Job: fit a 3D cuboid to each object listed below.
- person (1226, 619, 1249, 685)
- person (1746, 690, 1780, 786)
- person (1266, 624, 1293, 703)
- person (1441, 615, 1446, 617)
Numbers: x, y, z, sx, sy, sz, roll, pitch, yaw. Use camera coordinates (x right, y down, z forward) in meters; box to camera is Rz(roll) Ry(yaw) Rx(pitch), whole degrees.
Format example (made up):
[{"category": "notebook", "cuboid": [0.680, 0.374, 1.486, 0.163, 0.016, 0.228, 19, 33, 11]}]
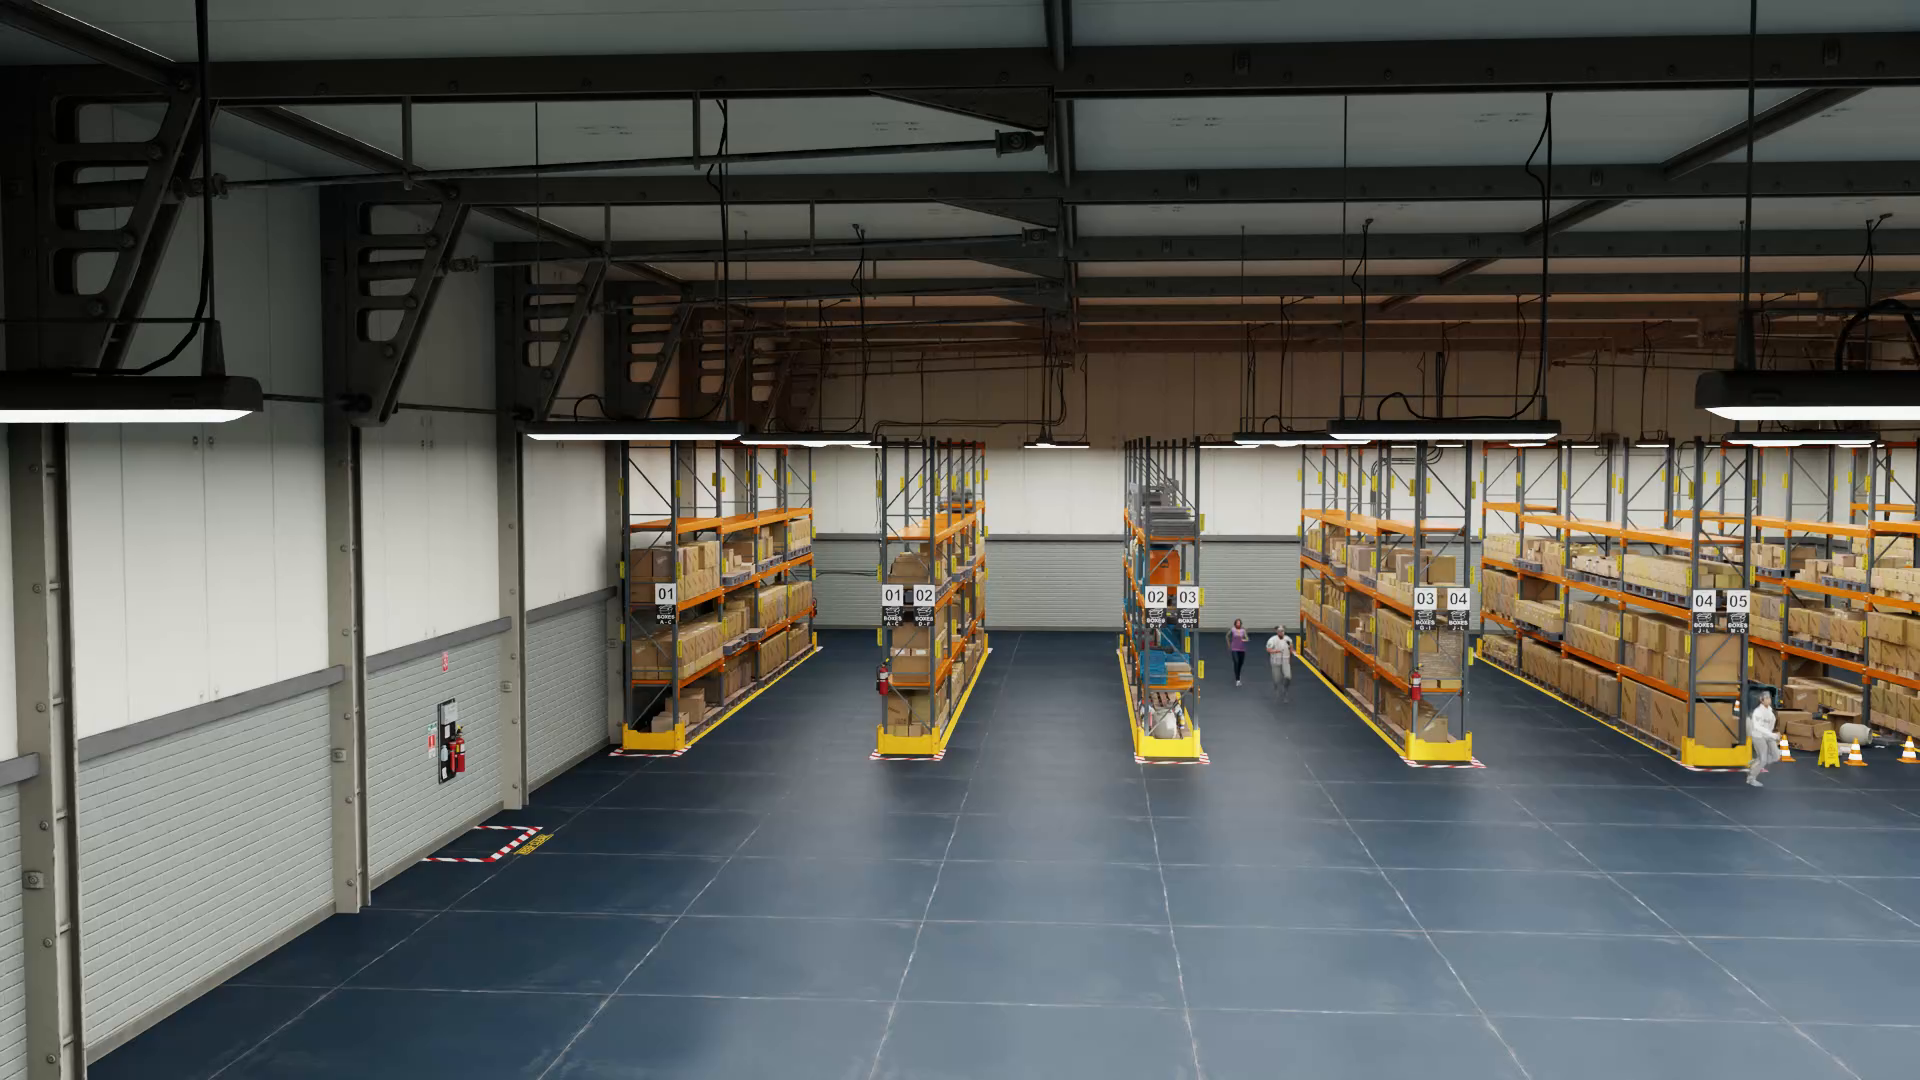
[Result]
[{"category": "person", "cuboid": [6.812, 2.720, 40.781, 0.531, 1.594, 0.883, 0, 3, -4]}, {"category": "person", "cuboid": [13.756, 3.381, 28.402, 0.641, 1.658, 0.604, -2, 4, -36]}, {"category": "person", "cuboid": [7.314, 2.824, 38.008, 0.641, 1.812, 0.790, 0, 3, 2]}, {"category": "person", "cuboid": [13.343, 2.426, 46.836, 0.991, 1.555, 0.796, -3, 4, -45]}]
